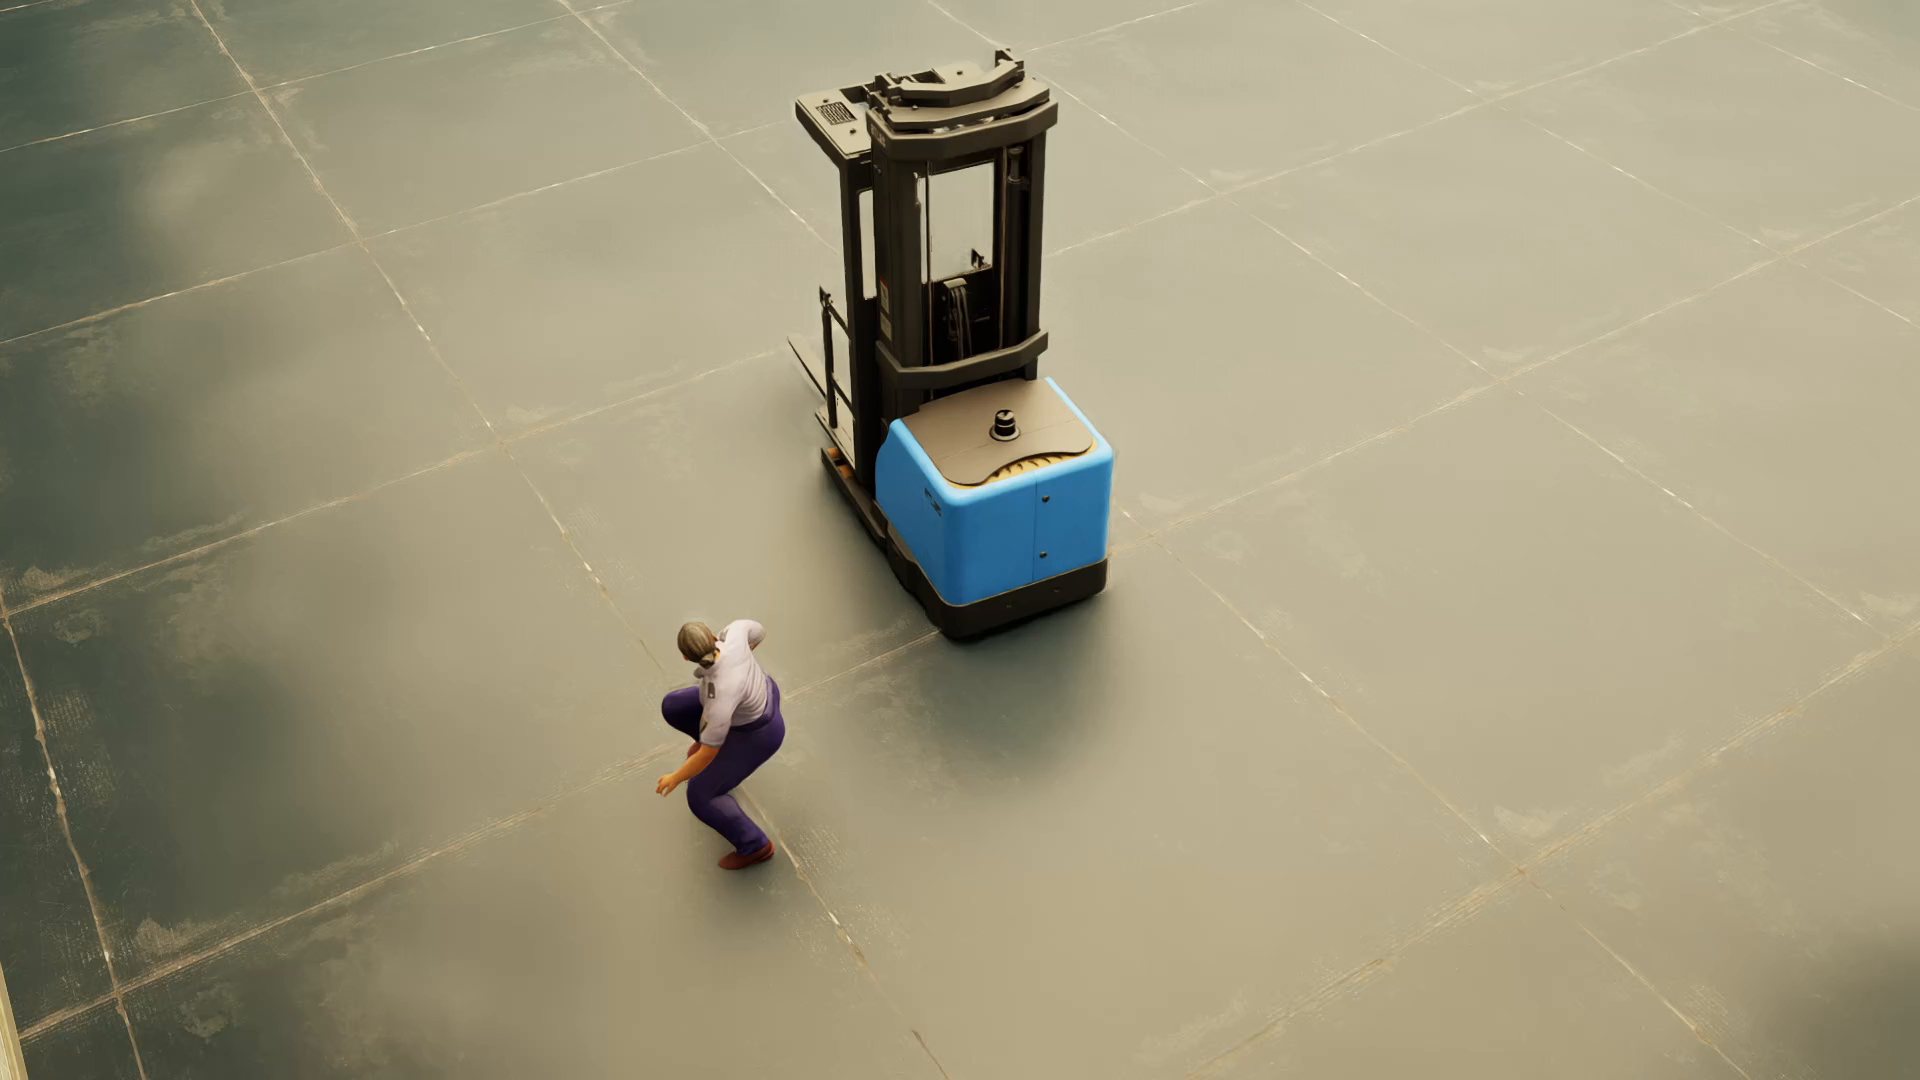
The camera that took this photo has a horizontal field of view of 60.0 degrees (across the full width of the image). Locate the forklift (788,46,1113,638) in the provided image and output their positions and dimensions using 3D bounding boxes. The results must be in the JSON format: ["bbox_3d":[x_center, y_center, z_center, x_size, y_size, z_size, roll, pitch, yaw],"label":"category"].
[{"bbox_3d":[-0.228,-1.525,9.616,1.130,2.935,3.031,-17,44,-19],"label":"forklift"}]

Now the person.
[{"bbox_3d":[-1.200,0.879,8.063,0.575,1.432,0.771,-5,41,-5],"label":"person"}]
